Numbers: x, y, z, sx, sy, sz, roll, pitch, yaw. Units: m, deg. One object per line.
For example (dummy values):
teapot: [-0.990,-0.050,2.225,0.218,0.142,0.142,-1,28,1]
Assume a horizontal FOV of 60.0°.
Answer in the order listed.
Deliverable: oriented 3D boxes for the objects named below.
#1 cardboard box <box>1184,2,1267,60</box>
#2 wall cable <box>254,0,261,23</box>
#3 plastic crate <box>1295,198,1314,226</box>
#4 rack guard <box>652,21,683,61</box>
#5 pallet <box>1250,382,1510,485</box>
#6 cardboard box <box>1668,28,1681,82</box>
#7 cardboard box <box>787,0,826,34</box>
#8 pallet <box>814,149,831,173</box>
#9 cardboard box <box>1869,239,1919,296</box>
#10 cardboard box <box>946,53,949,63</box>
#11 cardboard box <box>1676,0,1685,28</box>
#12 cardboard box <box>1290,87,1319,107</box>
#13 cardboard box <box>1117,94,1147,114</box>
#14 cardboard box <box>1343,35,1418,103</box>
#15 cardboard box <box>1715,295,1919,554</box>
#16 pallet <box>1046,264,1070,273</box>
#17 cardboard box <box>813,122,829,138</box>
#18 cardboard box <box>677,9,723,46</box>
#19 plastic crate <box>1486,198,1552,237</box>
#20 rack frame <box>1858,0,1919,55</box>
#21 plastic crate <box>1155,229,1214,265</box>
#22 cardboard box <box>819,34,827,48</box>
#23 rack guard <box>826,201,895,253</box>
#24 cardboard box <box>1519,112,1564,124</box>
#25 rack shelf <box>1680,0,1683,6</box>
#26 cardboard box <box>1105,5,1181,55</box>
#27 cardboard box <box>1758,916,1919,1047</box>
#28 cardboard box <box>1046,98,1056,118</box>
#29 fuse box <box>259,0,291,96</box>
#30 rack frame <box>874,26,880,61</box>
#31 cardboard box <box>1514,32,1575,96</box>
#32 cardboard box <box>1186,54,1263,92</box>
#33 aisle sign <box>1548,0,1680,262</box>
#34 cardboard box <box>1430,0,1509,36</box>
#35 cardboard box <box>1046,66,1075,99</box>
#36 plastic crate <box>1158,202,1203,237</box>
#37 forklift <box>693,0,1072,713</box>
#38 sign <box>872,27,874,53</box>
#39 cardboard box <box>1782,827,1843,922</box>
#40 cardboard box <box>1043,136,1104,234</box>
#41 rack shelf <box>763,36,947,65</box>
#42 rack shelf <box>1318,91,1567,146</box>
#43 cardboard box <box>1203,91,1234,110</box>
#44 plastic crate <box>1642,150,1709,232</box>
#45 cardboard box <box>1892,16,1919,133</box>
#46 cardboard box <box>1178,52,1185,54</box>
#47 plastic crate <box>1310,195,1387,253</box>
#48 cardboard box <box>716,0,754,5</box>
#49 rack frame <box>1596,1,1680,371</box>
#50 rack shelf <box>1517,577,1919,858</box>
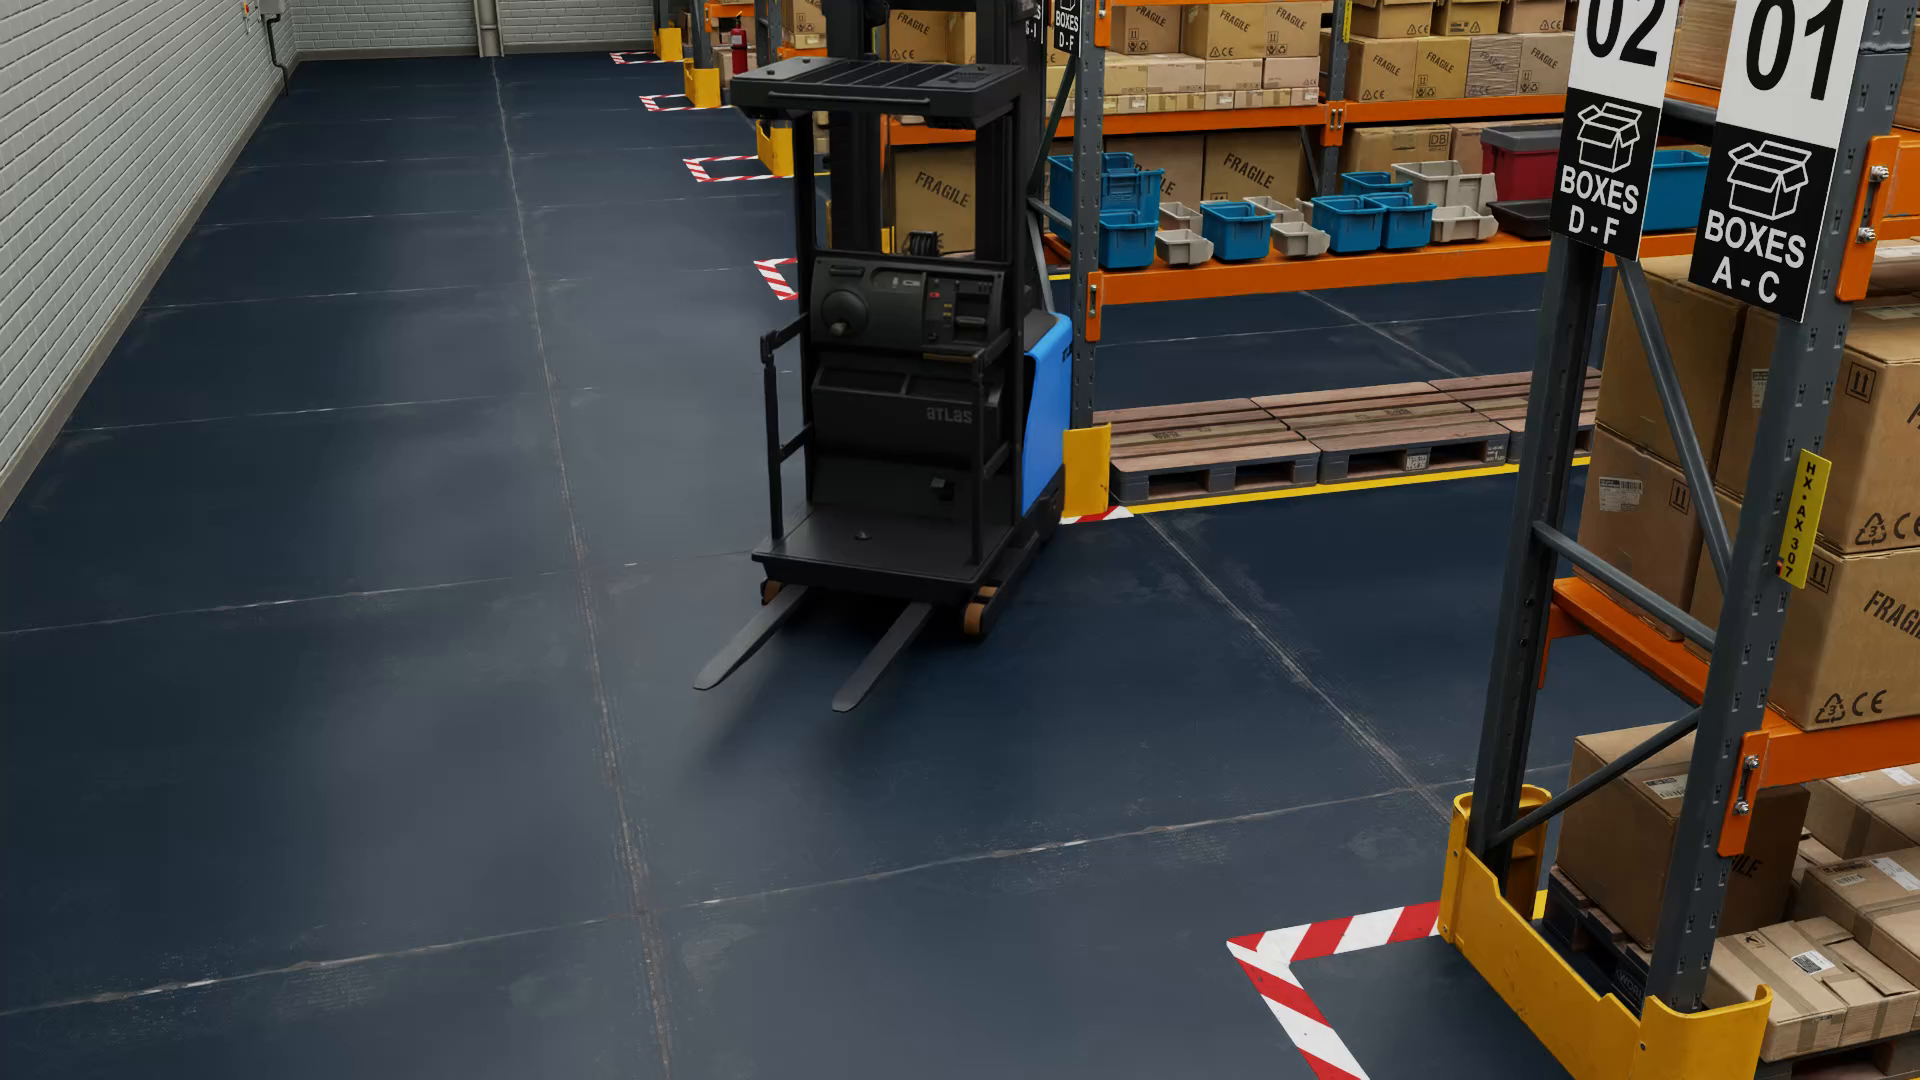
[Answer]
cardboard box: [2.184,-4.255,13.725,0.500,0.500,0.500,-6,24,-14]
wall cable: [-9.307,-7.776,21.780,0.122,1.984,0.588,-6,24,-14]
plastic crate: [2.085,-1.903,9.640,0.250,0.136,0.298,-6,24,-14]
rack guard: [-4.761,-8.125,27.051,0.348,0.500,1.175,-6,24,-14]
pallet: [2.502,-0.659,10.017,1.213,0.211,1.003,-6,24,-14]
cardboard box: [6.481,-4.370,15.004,0.500,0.500,0.500,-6,24,-13]
cardboard box: [-1.549,-5.638,17.582,0.500,0.500,0.500,-5,24,-12]
pallet: [-1.191,-4.313,18.533,1.213,0.211,1.003,-6,24,-14]
cardboard box: [2.700,-0.569,4.877,0.500,0.500,0.500,-6,24,-13]
cardboard box: [0.070,-3.893,13.831,0.500,0.250,0.500,-7,24,-15]
cardboard box: [6.181,-4.906,14.981,0.637,0.503,0.797,-5,24,-13]
cardboard box: [2.833,-3.773,14.057,0.250,0.149,0.380,-6,24,-14]
cardboard box: [1.350,-3.609,13.675,0.250,0.149,0.380,-6,24,-14]
cardboard box: [3.548,-4.045,14.246,0.500,0.500,0.500,-6,24,-14]
cardboard box: [2.358,-0.310,4.274,0.500,0.500,0.500,-6,24,-13]
pallet: [1.108,-2.581,14.497,1.213,0.211,1.003,-6,24,-14]
cardboard box: [-1.482,-4.491,18.117,0.250,0.149,0.380,-5,24,-12]
cardboard box: [-4.220,-8.340,27.017,0.637,0.503,0.797,-7,24,-16]
plastic crate: [3.371,-1.844,9.517,0.590,0.125,0.437,-6,24,-14]
rack frame: [1.859,-2.614,3.431,0.127,3.000,1.000,-6,24,-14]
plastic crate: [1.182,-1.549,8.814,0.298,0.136,0.250,-6,24,-14]
cardboard box: [-1.421,-5.350,17.734,0.250,0.149,0.380,-5,24,-12]
rack guard: [-0.836,-2.468,13.867,0.348,0.500,1.175,-6,24,-14]
cardboard box: [5.359,-3.530,15.335,0.875,0.875,1.225,-6,24,-14]
rack shelf: [6.302,-3.425,10.037,4.000,0.370,1.077,-6,24,-14]
cardboard box: [1.532,-4.397,14.055,0.500,0.500,0.500,-7,24,-16]
cardboard box: [2.596,1.302,4.948,0.250,0.166,0.380,-6,24,-14]
cardboard box: [0.607,-3.526,13.482,0.250,0.149,0.380,-7,24,-15]
fuse box: [-9.340,-6.993,22.877,0.414,1.711,0.539,-6,24,-14]
rack frame: [-0.813,-3.619,13.380,0.127,3.000,1.000,-6,24,-14]
cardboard box: [5.010,-4.209,14.629,0.500,0.500,0.500,-6,24,-13]
cardboard box: [2.186,-3.910,13.872,0.500,0.250,0.500,-6,24,-13]
aisle sign: [1.711,-1.161,4.355,0.004,0.787,0.394,-6,24,-14]
cardboard box: [4.315,-4.692,14.481,0.637,0.503,0.797,-6,24,-14]
cardboard box: [0.705,-3.745,13.488,0.500,0.250,0.500,-7,24,-16]
plastic crate: [1.261,-1.800,9.400,0.243,0.136,0.396,-6,24,-14]
forklift: [-0.312,-1.068,7.523,1.130,2.935,3.031,7,24,16]
sign: [-0.669,-3.842,12.701,0.005,0.325,0.100,-6,24,-14]
cardboard box: [2.730,1.082,5.460,0.250,0.166,0.380,-6,24,-14]
cardboard box: [0.658,-3.031,14.172,0.875,0.875,0.875,-6,24,-14]
rack shelf: [-0.130,-5.395,18.432,4.000,0.370,1.077,-6,24,-14]
rack shelf: [4.964,-3.927,15.011,4.000,0.370,1.077,-6,24,-14]
cardboard box: [2.090,-3.691,13.866,0.250,0.149,0.380,-6,24,-13]
plastic crate: [4.019,-2.006,9.564,0.575,0.384,0.392,-6,24,-14]
cardboard box: [2.422,-1.125,3.955,0.500,0.250,0.500,-6,24,-14]
cardboard box: [2.035,-4.111,14.340,0.500,0.250,0.500,-6,24,-15]
plastic crate: [2.119,-1.731,9.116,0.300,0.233,0.416,-6,24,-14]
cardboard box: [-2.950,-7.369,21.994,0.500,0.500,0.500,-7,24,-15]
rack frame: [4.376,-2.165,9.991,0.127,3.000,1.000,-6,24,-14]
rack shelf: [3.785,0.260,5.252,4.000,0.370,1.077,-6,24,-14]
